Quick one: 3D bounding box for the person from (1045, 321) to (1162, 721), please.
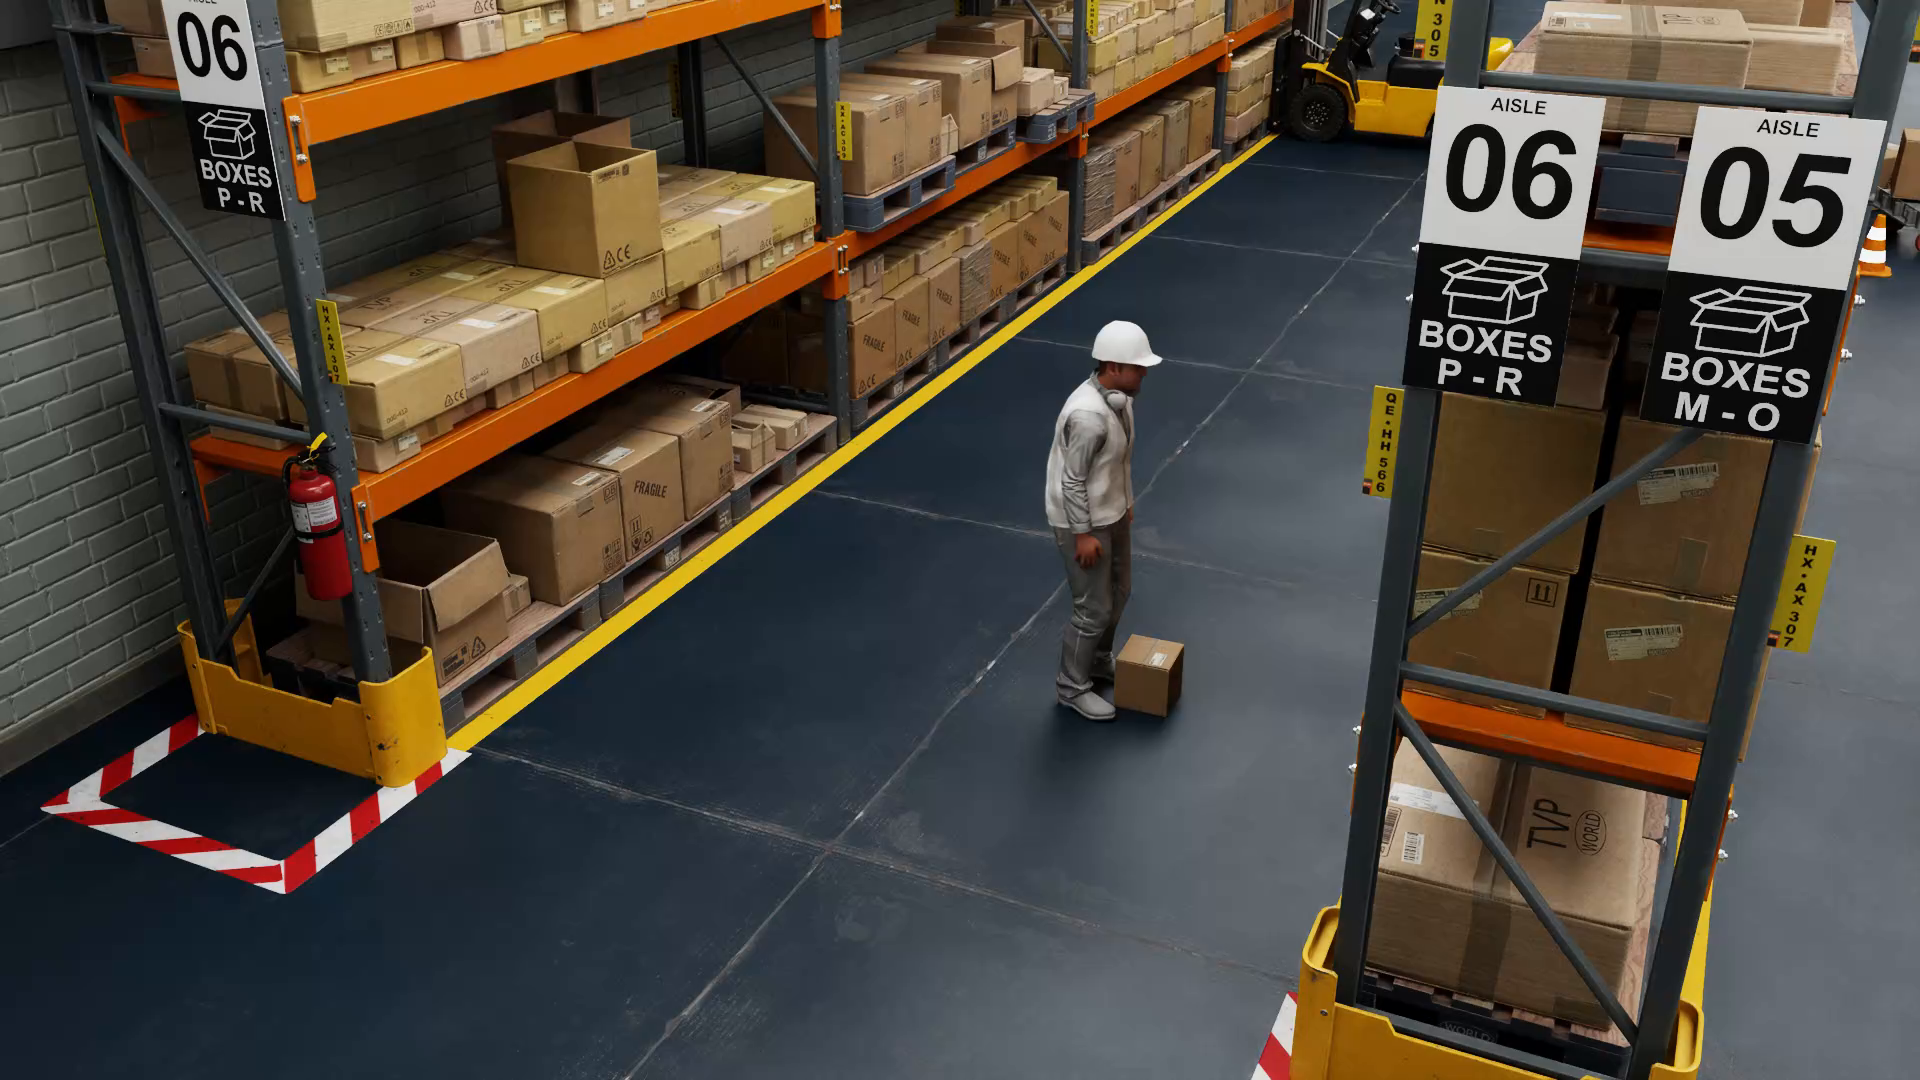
[{"bbox_3d":[0.612,-0.110,7.309,0.463,1.770,0.578,11,28,21],"label":"person"}]
